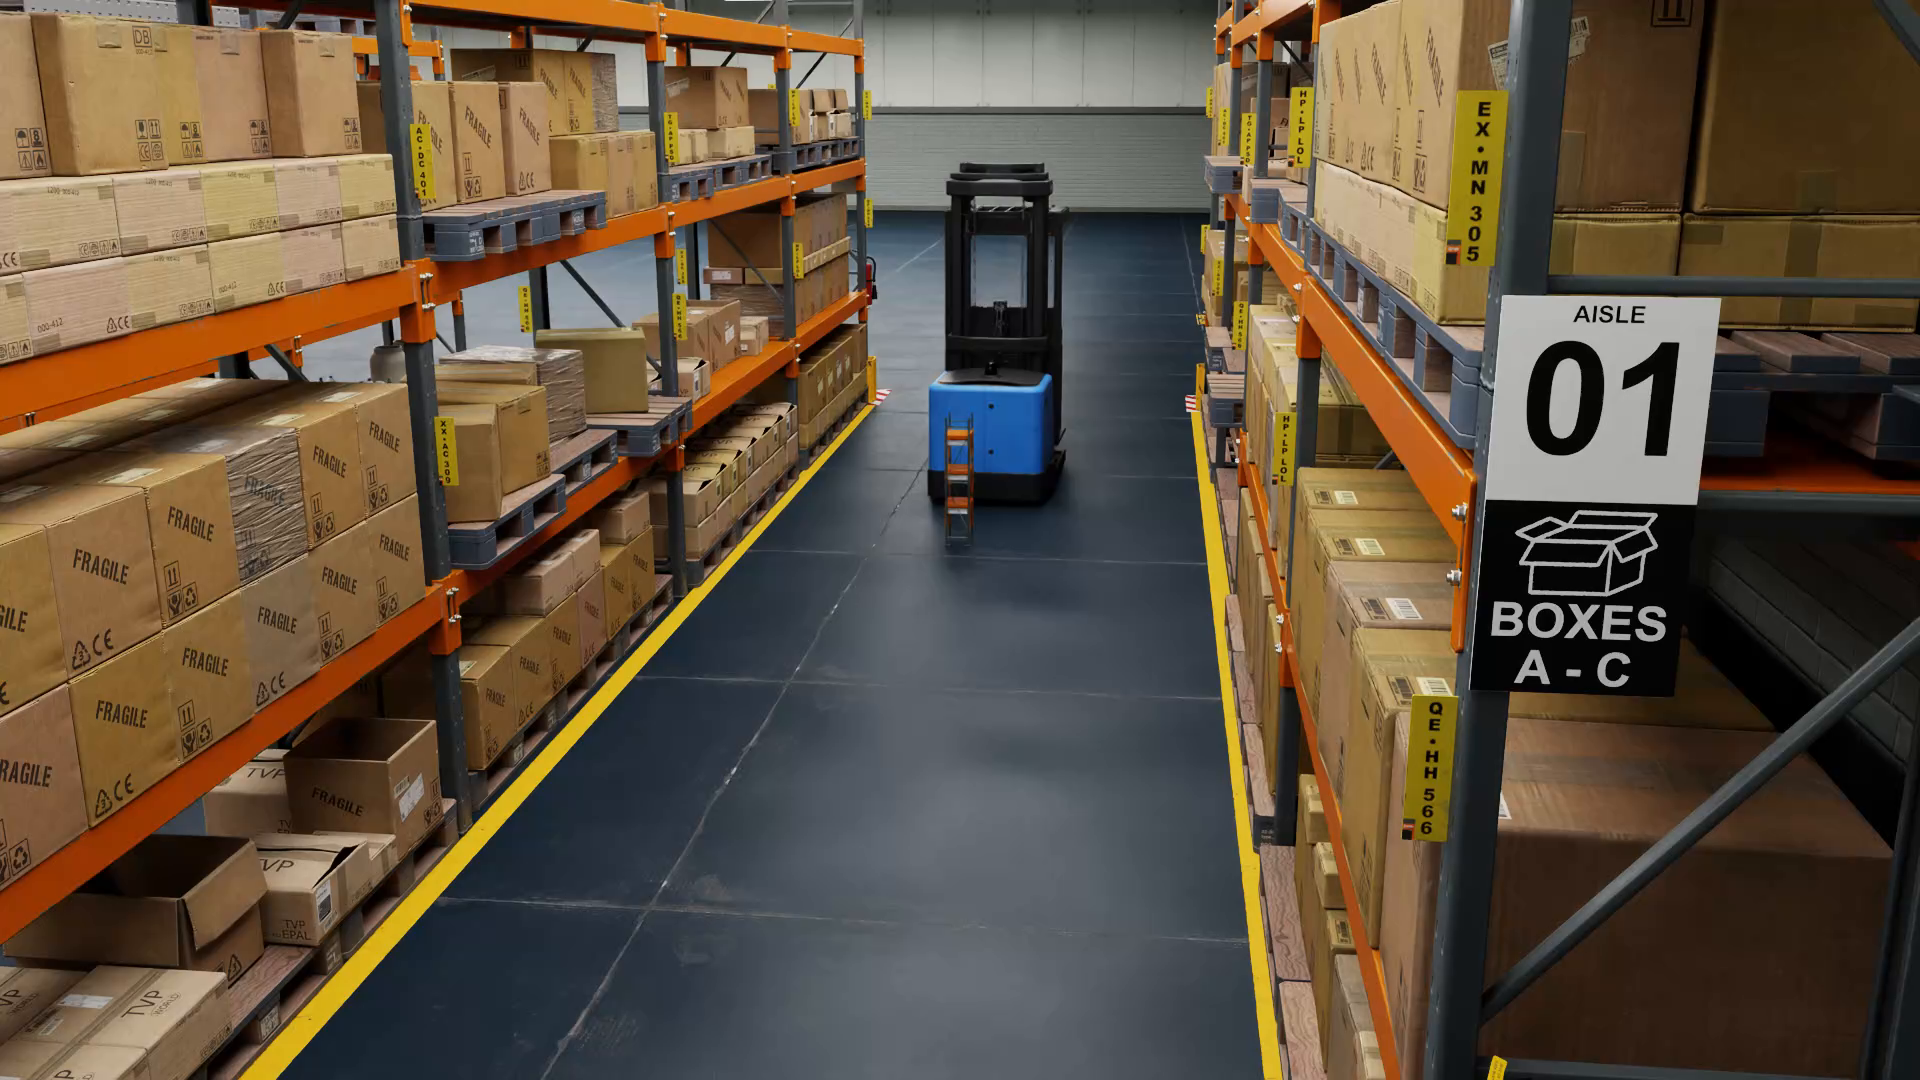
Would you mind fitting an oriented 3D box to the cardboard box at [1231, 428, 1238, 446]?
[{"bbox_3d":[2.953,-1.217,16.362,0.500,0.500,0.500,1,15,2],"label":"cardboard box"}]

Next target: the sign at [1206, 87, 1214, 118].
[{"bbox_3d":[2.788,-4.864,18.484,0.100,0.325,0.005,2,15,6],"label":"sign"}]

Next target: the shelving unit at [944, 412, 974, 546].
[{"bbox_3d":[-0.006,-0.493,13.474,0.215,1.050,0.252,2,15,6],"label":"shelving unit"}]

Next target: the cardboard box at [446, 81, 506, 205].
[{"bbox_3d":[-2.766,-2.061,8.603,0.600,0.600,0.600,2,15,6],"label":"cardboard box"}]

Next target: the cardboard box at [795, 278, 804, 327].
[{"bbox_3d":[-1.949,-2.386,16.550,0.700,0.500,0.500,2,15,6],"label":"cardboard box"}]

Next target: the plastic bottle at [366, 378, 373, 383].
[{"bbox_3d":[-6.374,-1.571,17.957,0.144,0.351,0.185,2,15,9],"label":"plastic bottle"}]

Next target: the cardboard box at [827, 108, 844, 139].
[{"bbox_3d":[-1.526,-4.348,17.347,0.500,0.311,0.500,4,16,13],"label":"cardboard box"}]

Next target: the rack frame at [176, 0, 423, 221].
[{"bbox_3d":[-2.949,-2.907,7.173,1.000,3.000,0.127,2,15,6],"label":"rack frame"}]

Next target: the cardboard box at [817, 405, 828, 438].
[{"bbox_3d":[-1.631,-1.202,16.825,0.500,0.250,0.500,2,15,6],"label":"cardboard box"}]

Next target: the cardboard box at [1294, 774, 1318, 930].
[{"bbox_3d":[1.787,1.329,6.986,0.700,0.500,0.500,2,15,7],"label":"cardboard box"}]

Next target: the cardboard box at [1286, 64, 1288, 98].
[{"bbox_3d":[3.346,-4.448,16.474,0.500,0.500,0.500,2,15,6],"label":"cardboard box"}]

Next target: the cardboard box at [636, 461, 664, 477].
[{"bbox_3d":[-2.631,-0.473,13.052,0.500,0.311,0.500,1,15,5],"label":"cardboard box"}]

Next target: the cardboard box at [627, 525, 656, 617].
[{"bbox_3d":[-2.370,0.195,11.139,0.500,0.500,0.500,2,15,8],"label":"cardboard box"}]

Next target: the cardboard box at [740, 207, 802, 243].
[{"bbox_3d":[-1.947,-3.007,16.358,0.700,0.500,0.500,2,15,6],"label":"cardboard box"}]

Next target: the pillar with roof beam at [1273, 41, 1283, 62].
[{"bbox_3d":[1.185,-8.906,29.361,9.100,9.000,0.400,2,15,6],"label":"pillar with roof beam"}]

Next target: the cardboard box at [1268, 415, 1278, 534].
[{"bbox_3d":[1.823,-0.327,8.326,0.500,0.500,0.500,2,15,7],"label":"cardboard box"}]

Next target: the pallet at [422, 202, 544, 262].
[{"bbox_3d":[-2.806,-1.535,8.207,1.213,0.211,1.003,2,15,6],"label":"pallet"}]

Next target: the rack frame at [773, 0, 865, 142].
[{"bbox_3d":[-1.595,-6.019,18.683,1.000,3.000,0.127,2,15,6],"label":"rack frame"}]

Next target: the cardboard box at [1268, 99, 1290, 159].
[{"bbox_3d":[2.596,-3.181,12.936,0.500,0.500,0.500,1,15,4],"label":"cardboard box"}]

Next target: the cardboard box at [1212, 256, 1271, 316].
[{"bbox_3d":[2.622,-2.372,15.500,0.500,0.500,0.500,2,15,6],"label":"cardboard box"}]

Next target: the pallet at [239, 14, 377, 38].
[{"bbox_3d":[-6.767,-5.376,17.434,1.003,0.211,1.213,2,15,6],"label":"pallet"}]

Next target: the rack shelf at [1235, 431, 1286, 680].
[{"bbox_3d":[2.199,-0.038,9.433,1.077,0.370,4.000,2,15,6],"label":"rack shelf"}]

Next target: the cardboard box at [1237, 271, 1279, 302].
[{"bbox_3d":[2.785,-2.071,14.539,0.700,0.500,0.500,2,15,6],"label":"cardboard box"}]

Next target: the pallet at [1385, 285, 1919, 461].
[{"bbox_3d":[1.595,-0.427,3.916,1.003,0.211,1.213,2,15,6],"label":"pallet"}]

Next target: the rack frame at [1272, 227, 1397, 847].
[{"bbox_3d":[1.973,0.134,7.420,1.000,3.000,0.127,2,15,6],"label":"rack frame"}]

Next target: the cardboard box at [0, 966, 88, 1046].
[{"bbox_3d":[-3.447,1.748,5.877,0.500,0.250,0.500,2,15,6],"label":"cardboard box"}]

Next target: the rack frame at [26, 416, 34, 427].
[{"bbox_3d":[-7.419,-1.195,12.336,1.000,3.000,0.127,2,15,6],"label":"rack frame"}]

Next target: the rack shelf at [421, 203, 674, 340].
[{"bbox_3d":[-2.723,-1.630,9.577,1.077,0.370,4.000,2,15,6],"label":"rack shelf"}]

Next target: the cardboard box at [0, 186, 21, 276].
[{"bbox_3d":[-3.020,-0.846,4.626,0.500,0.250,0.500,2,15,6],"label":"cardboard box"}]

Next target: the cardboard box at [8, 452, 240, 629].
[{"bbox_3d":[-2.919,-0.009,5.842,0.500,0.500,0.500,2,15,6],"label":"cardboard box"}]

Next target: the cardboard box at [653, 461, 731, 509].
[{"bbox_3d":[-2.096,-0.458,12.999,0.500,0.311,0.500,1,15,5],"label":"cardboard box"}]

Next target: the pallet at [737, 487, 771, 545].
[{"bbox_3d":[-2.226,-0.230,14.109,1.003,0.211,1.213,2,15,6],"label":"pallet"}]

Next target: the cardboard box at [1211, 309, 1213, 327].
[{"bbox_3d":[2.693,-2.139,16.075,0.500,0.250,0.500,2,15,7],"label":"cardboard box"}]

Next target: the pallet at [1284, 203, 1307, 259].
[{"bbox_3d":[2.028,-1.461,7.938,0.805,0.209,1.217,1,15,4],"label":"pallet"}]

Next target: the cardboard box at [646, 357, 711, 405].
[{"bbox_3d":[-2.204,-1.232,12.641,0.500,0.311,0.500,2,15,6],"label":"cardboard box"}]

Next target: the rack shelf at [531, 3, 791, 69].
[{"bbox_3d":[-2.272,-3.923,13.074,1.077,0.370,4.000,2,15,6],"label":"rack shelf"}]

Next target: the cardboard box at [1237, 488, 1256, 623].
[{"bbox_3d":[2.211,0.118,10.792,0.750,0.750,0.750,1,15,6],"label":"cardboard box"}]

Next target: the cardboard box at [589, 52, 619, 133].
[{"bbox_3d":[-2.553,-2.914,10.840,0.500,0.500,0.500,2,15,6],"label":"cardboard box"}]

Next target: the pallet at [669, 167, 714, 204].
[{"bbox_3d":[-2.510,-2.584,12.087,1.213,0.211,1.003,2,15,9],"label":"pallet"}]

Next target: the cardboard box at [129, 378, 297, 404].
[{"bbox_3d":[-3.282,-0.428,7.391,0.500,0.500,0.500,2,15,8],"label":"cardboard box"}]

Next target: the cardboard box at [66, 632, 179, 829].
[{"bbox_3d":[-2.976,0.607,5.480,0.500,0.500,0.500,2,15,6],"label":"cardboard box"}]

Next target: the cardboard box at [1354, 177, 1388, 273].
[{"bbox_3d":[1.452,-0.923,4.874,0.500,0.250,0.500,1,15,5],"label":"cardboard box"}]

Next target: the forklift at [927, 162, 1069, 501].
[{"bbox_3d":[0.441,-2.098,15.807,1.130,2.935,3.031,2,15,8],"label":"forklift"}]

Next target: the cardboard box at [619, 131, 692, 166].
[{"bbox_3d":[-2.385,-3.031,12.860,0.500,0.250,0.500,1,15,5],"label":"cardboard box"}]

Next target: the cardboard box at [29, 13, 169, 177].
[{"bbox_3d":[-3.119,-1.473,5.510,0.700,0.500,0.500,2,15,6],"label":"cardboard box"}]

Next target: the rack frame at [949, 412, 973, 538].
[{"bbox_3d":[0.008,-0.525,13.591,0.200,1.050,0.008,2,15,6],"label":"rack frame"}]

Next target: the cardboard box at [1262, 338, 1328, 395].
[{"bbox_3d":[1.954,-0.955,9.211,0.500,0.250,0.500,1,15,5],"label":"cardboard box"}]

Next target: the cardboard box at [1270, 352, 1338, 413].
[{"bbox_3d":[1.897,-0.823,8.722,0.500,0.250,0.500,2,15,7],"label":"cardboard box"}]

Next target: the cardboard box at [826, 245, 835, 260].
[{"bbox_3d":[-1.565,-3.112,17.992,0.380,0.149,0.250,2,15,8],"label":"cardboard box"}]

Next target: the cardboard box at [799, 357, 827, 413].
[{"bbox_3d":[-1.634,-1.564,16.727,0.500,0.500,0.500,2,15,6],"label":"cardboard box"}]

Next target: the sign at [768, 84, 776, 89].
[{"bbox_3d":[-2.146,-5.049,19.017,0.100,0.325,0.005,2,15,6],"label":"sign"}]

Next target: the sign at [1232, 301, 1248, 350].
[{"bbox_3d":[1.884,-1.438,11.166,0.100,0.325,0.005,2,15,6],"label":"sign"}]

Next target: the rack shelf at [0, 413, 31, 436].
[{"bbox_3d":[-7.645,-0.329,10.512,1.077,0.370,4.000,2,15,6],"label":"rack shelf"}]

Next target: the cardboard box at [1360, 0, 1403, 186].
[{"bbox_3d":[1.451,-1.280,4.758,0.500,0.500,0.500,1,15,4],"label":"cardboard box"}]

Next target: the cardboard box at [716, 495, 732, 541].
[{"bbox_3d":[-2.091,-0.181,13.050,0.500,0.250,0.500,1,15,5],"label":"cardboard box"}]

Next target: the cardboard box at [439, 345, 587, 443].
[{"bbox_3d":[-2.750,-0.901,10.252,0.700,0.500,0.500,5,16,17],"label":"cardboard box"}]

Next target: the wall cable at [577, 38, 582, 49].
[{"bbox_3d":[-12.728,-16.459,50.776,2.305,6.003,0.169,2,15,6],"label":"wall cable"}]
